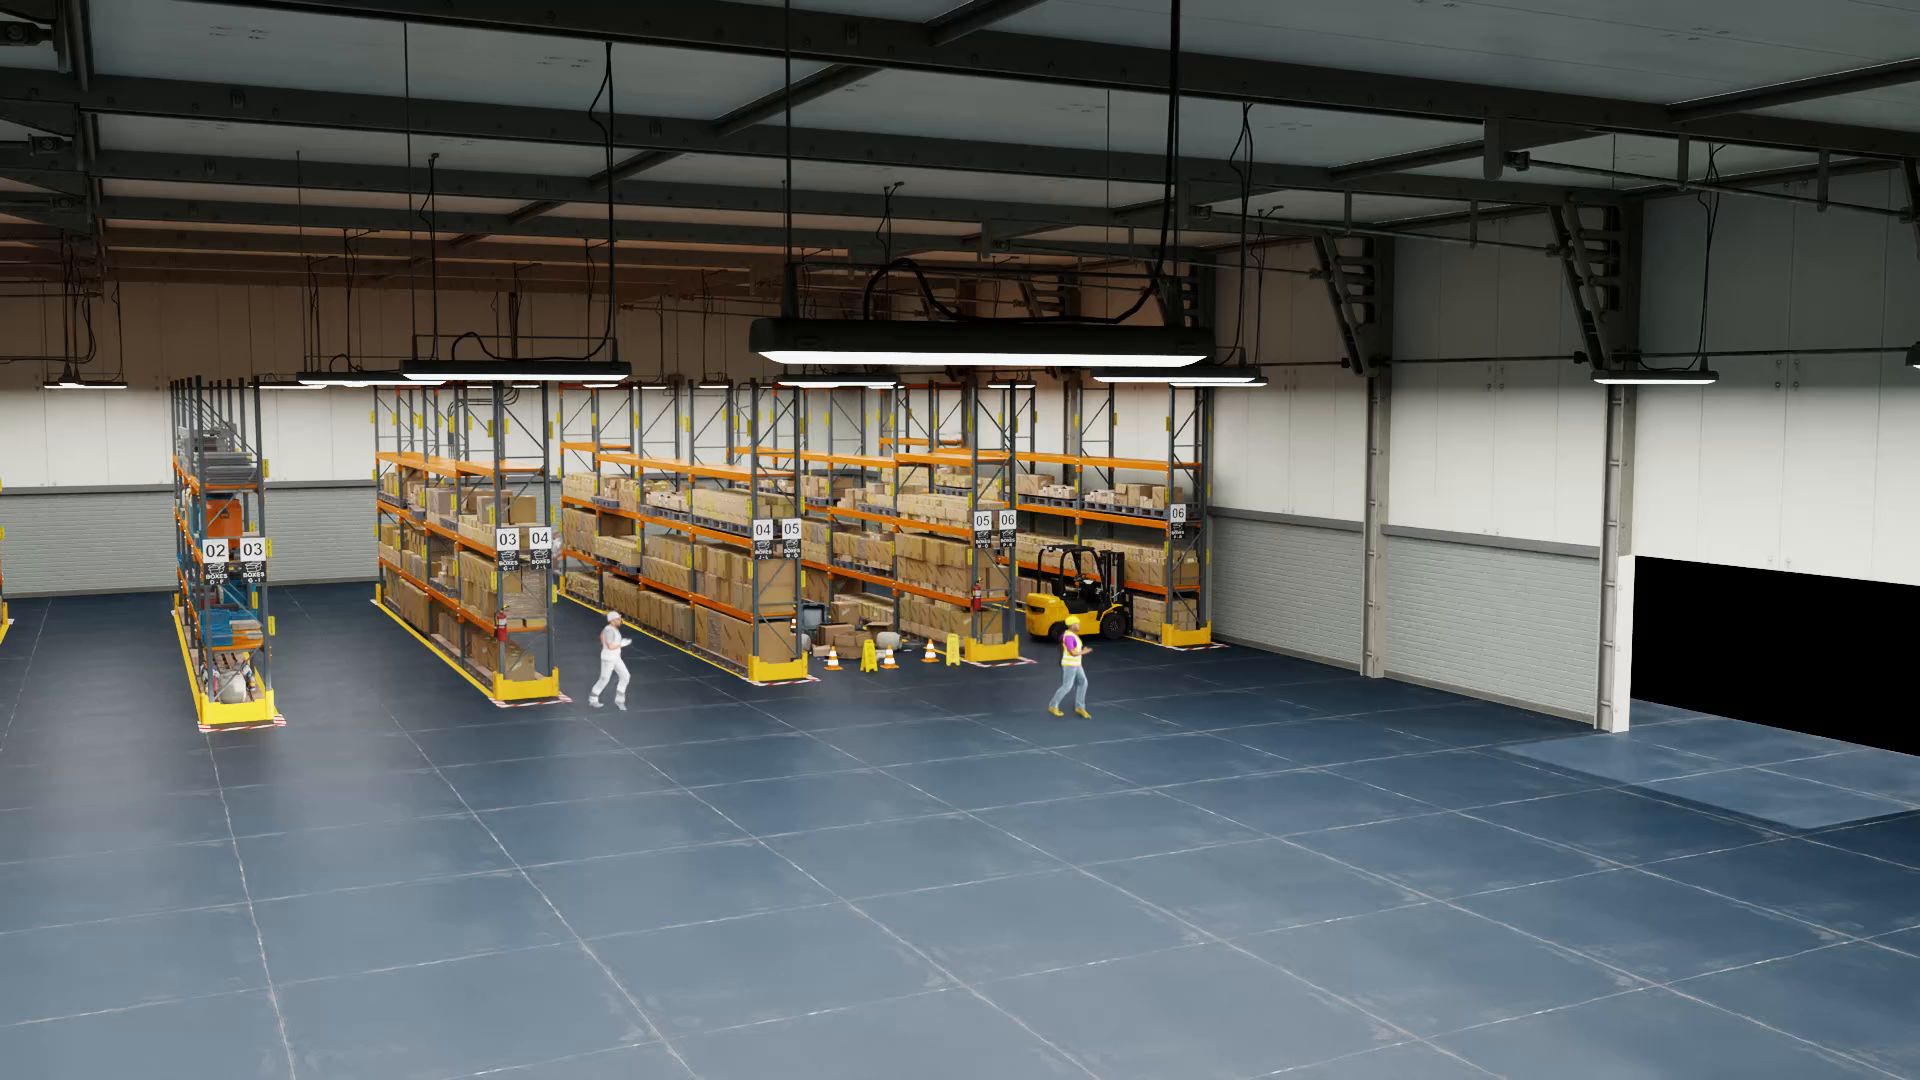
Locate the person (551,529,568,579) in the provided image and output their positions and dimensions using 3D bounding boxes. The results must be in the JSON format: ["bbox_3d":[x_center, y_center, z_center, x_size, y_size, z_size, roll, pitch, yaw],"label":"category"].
[{"bbox_3d":[-11.856,0.551,48.454,0.862,1.733,0.729,-1,5,-15],"label":"person"}]

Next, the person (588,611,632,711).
[{"bbox_3d":[-6.269,2.194,29.775,0.844,1.851,0.617,1,5,8],"label":"person"}]

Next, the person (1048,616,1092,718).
[{"bbox_3d":[1.943,2.243,29.201,0.787,1.834,0.720,1,5,14],"label":"person"}]

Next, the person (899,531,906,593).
[{"bbox_3d":[-1.671,0.623,45.026,0.596,1.744,0.641,-3,6,-29],"label":"person"}]
